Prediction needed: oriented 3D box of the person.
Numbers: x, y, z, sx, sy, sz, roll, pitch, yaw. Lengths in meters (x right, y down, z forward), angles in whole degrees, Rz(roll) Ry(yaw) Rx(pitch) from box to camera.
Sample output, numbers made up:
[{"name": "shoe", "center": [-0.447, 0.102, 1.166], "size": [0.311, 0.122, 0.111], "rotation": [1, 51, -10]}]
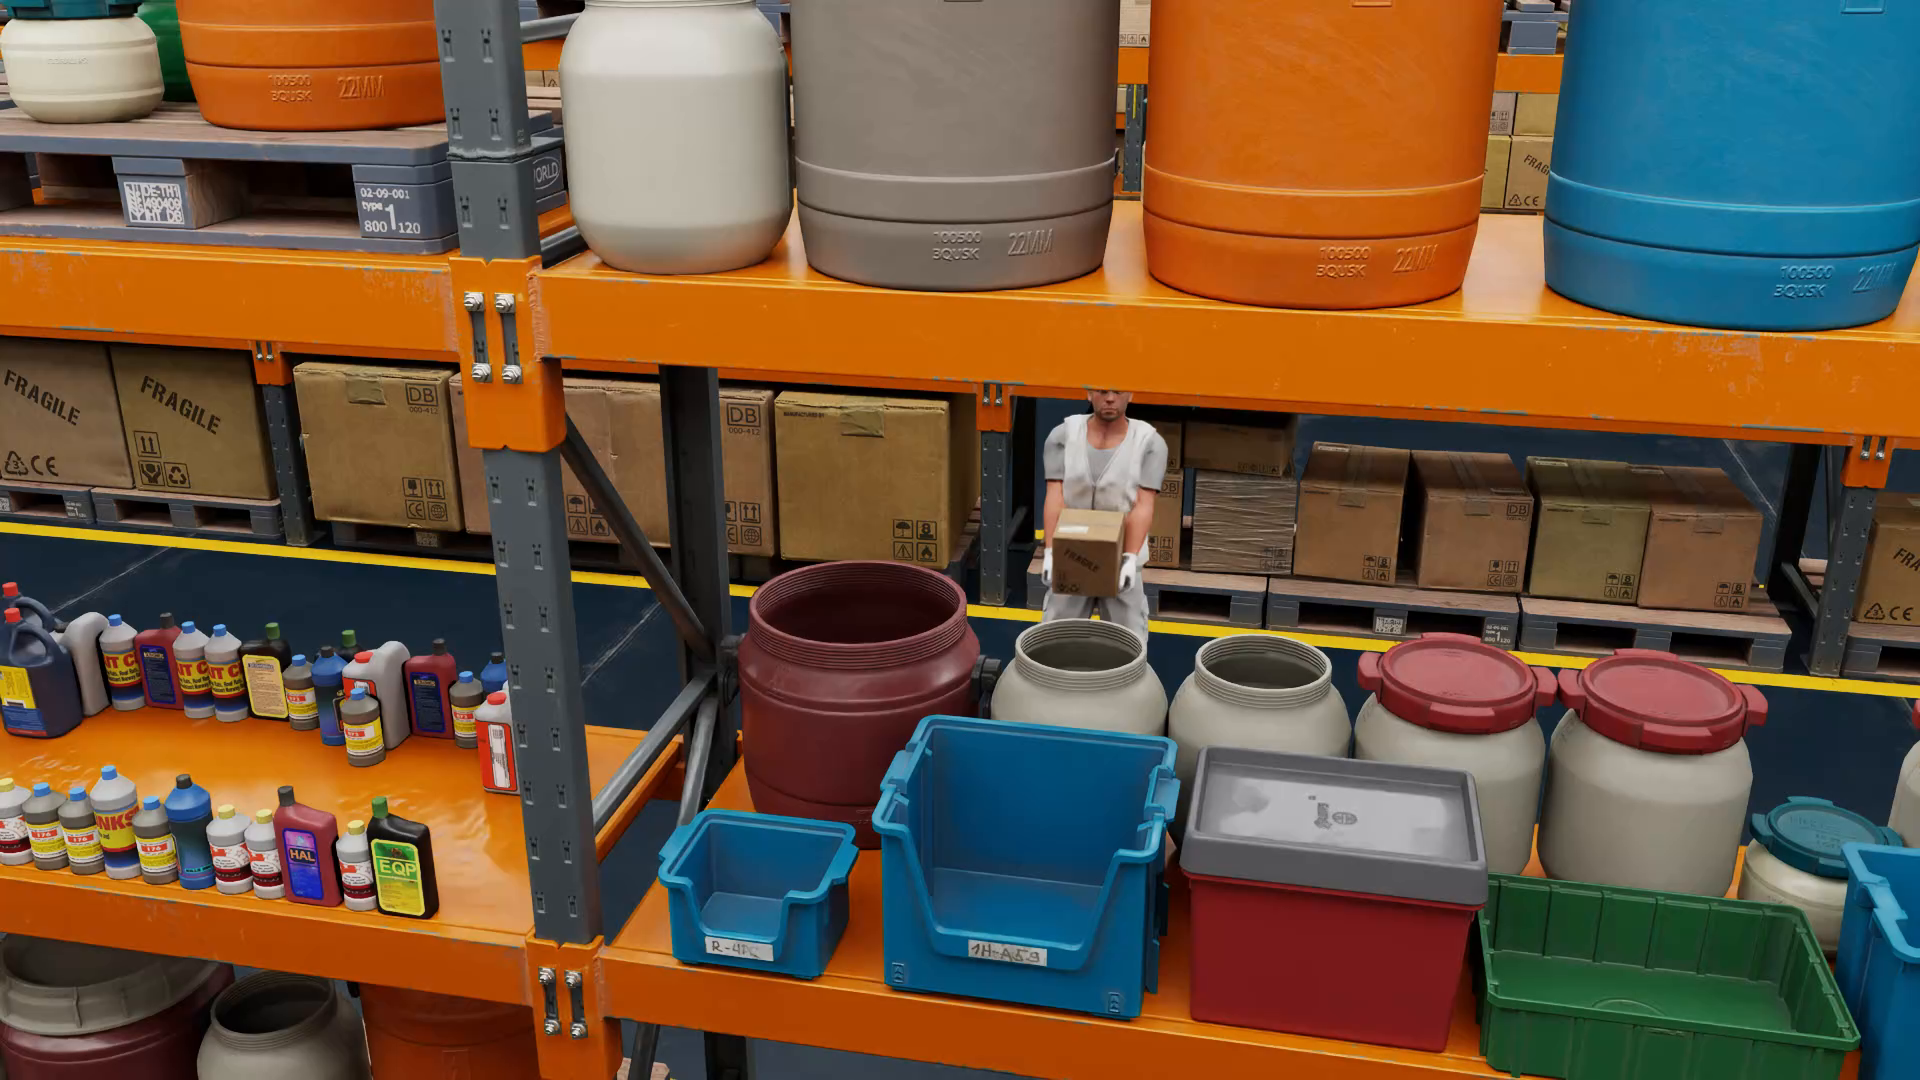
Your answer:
[{"name": "person", "center": [0.552, 0.146, 6.688], "size": [0.494, 1.783, 0.563], "rotation": [4, 22, 11]}]
